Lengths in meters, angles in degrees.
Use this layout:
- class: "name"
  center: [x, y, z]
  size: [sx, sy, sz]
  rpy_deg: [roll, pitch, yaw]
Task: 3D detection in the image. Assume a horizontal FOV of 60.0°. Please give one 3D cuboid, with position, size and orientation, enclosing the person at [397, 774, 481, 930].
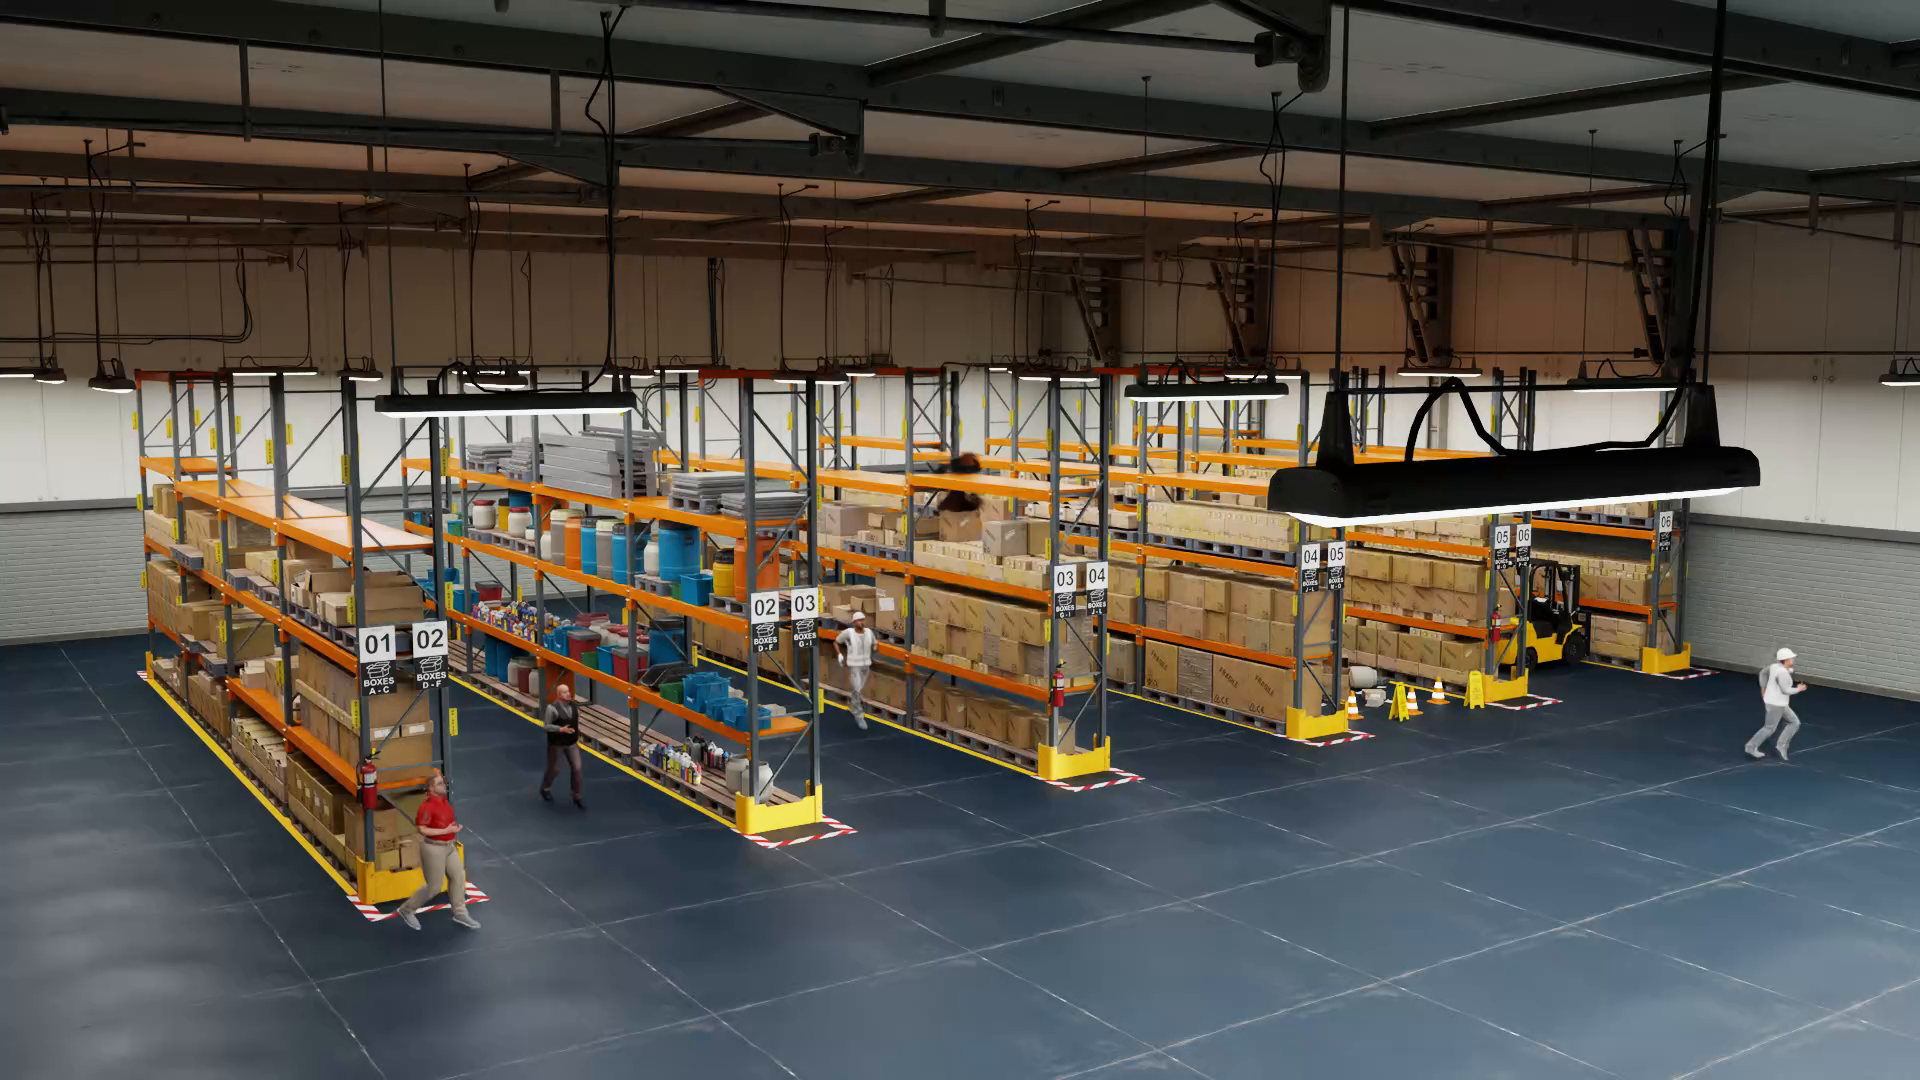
- class: "person"
  center: [-5.733, 3.425, 18.196]
  size: [0.865, 1.768, 0.678]
  rpy_deg: [0, 6, 1]

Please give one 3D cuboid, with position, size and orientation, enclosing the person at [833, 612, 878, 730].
- class: "person"
  center: [-1.653, 2.108, 27.221]
  size: [0.670, 1.881, 0.772]
  rpy_deg: [-5, 8, -36]

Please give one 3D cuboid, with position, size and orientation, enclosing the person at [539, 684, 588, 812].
- class: "person"
  center: [-5.552, 2.861, 23.139]
  size: [0.609, 1.754, 0.889]
  rpy_deg: [-6, 9, -44]

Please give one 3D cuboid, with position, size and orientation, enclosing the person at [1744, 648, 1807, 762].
- class: "person"
  center: [12.650, 2.552, 25.769]
  size: [0.822, 1.783, 0.680]
  rpy_deg: [2, 7, 20]
